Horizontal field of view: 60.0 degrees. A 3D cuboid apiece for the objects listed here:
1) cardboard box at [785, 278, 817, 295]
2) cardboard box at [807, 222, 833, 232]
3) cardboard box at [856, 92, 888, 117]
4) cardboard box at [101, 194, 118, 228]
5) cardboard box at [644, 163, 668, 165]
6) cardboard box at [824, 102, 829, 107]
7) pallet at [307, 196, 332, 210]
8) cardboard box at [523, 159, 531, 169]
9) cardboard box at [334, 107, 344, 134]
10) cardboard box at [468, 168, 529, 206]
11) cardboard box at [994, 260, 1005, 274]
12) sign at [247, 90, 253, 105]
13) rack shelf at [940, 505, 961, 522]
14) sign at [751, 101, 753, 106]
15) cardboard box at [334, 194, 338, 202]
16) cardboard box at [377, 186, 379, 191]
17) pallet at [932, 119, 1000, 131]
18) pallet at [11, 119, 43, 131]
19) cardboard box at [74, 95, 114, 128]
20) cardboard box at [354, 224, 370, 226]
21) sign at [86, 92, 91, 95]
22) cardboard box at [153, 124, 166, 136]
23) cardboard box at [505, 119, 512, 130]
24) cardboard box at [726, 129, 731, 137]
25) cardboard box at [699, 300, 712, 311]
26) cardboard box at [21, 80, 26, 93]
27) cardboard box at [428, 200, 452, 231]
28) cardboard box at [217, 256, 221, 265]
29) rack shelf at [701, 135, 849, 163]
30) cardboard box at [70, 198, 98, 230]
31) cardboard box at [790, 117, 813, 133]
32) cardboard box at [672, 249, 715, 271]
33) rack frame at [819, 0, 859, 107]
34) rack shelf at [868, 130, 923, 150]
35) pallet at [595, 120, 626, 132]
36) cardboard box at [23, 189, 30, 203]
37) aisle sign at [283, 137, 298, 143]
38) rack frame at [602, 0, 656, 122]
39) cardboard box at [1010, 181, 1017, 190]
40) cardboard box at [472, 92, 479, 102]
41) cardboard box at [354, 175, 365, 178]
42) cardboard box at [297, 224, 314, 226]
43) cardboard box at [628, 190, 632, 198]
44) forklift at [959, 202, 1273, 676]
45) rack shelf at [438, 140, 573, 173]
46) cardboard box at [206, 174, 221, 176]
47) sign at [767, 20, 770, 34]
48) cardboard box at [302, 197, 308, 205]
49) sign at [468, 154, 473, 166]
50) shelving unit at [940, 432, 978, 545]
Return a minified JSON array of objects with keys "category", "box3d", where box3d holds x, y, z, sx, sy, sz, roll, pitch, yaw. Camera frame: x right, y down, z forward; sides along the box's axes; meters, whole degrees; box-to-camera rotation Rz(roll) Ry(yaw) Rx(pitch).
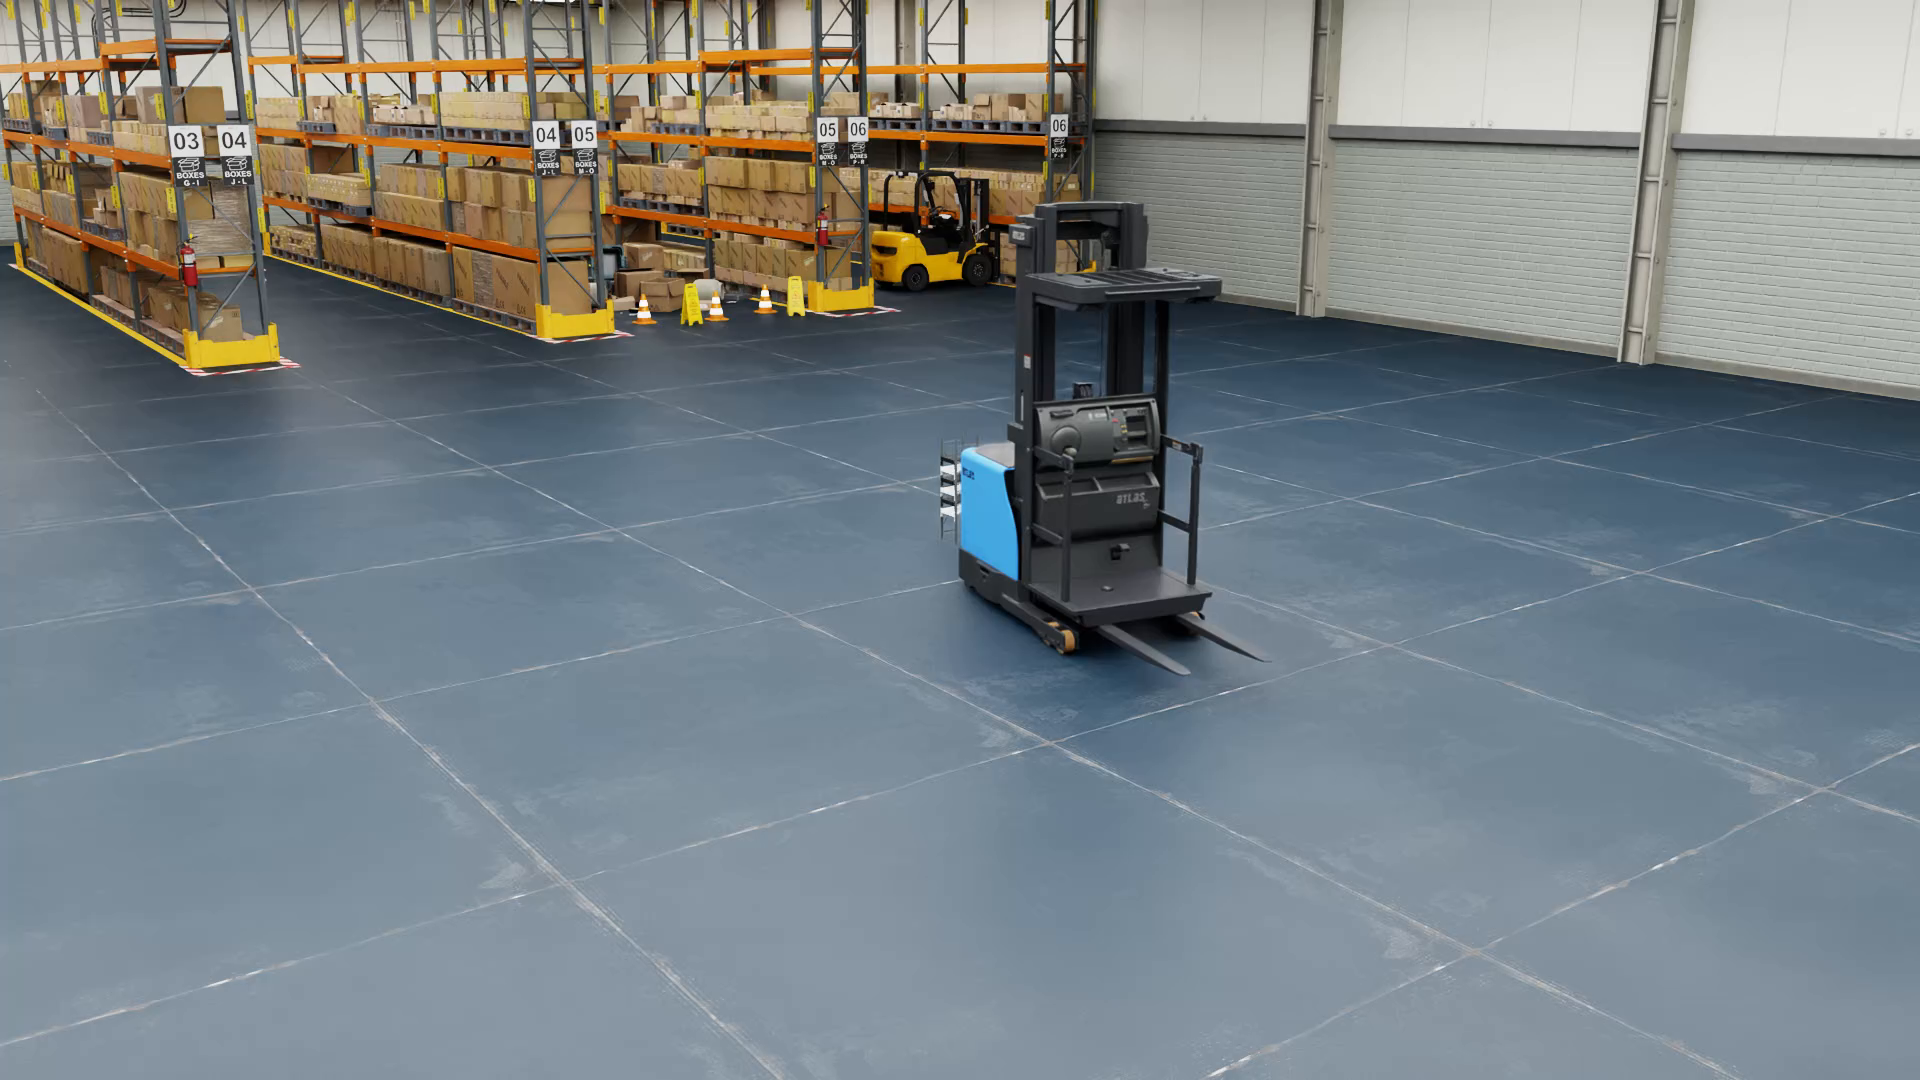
[{"category":"cardboard box","box3d":[-2.704,-4.432,29.001,0.500,0.250,0.500,-11,19,-35]},{"category":"cardboard box","box3d":[-2.390,-5.345,28.400,0.380,0.149,0.250,-10,18,-33]},{"category":"cardboard box","box3d":[-1.860,-9.235,35.281,0.500,0.500,0.500,-10,18,-33]},{"category":"cardboard box","box3d":[-13.459,-5.344,26.928,0.797,0.503,0.637,-9,18,-29]},{"category":"cardboard box","box3d":[-6.208,-7.468,34.133,0.500,0.500,0.500,-12,19,-36]},{"category":"cardboard box","box3d":[-3.129,-9.637,36.888,0.380,0.149,0.250,-10,18,-33]},{"category":"pallet","box3d":[-12.665,-6.914,34.019,1.003,0.211,1.213,-11,19,-35]},{"category":"cardboard box","box3d":[-9.553,-8.571,37.625,0.500,0.500,0.500,-11,19,-35]},{"category":"cardboard box","box3d":[-11.782,-8.128,32.219,0.500,0.500,0.500,-11,19,-35]},{"category":"cardboard box","box3d":[-7.480,-5.757,27.099,0.875,0.550,0.550,-11,19,-35]},{"category":"cardboard box","box3d":[0.913,-5.335,32.298,0.500,0.250,0.500,-11,19,-34]},{"category":"sign","box3d":[-15.788,-9.831,36.974,0.100,0.325,0.005,-11,19,-35]},{"category":"rack shelf","box3d":[-0.005,-0.230,14.020,0.258,0.077,0.200,-11,19,-35]},{"category":"sign","box3d":[-3.914,-8.056,31.167,0.100,0.325,0.005,-11,19,-35]},{"category":"cardboard box","box3d":[-12.057,-6.728,32.657,0.380,0.149,0.250,-10,18,-33]},{"category":"cardboard box","box3d":[-11.236,-6.865,32.595,0.380,0.149,0.250,-11,19,-34]},{"category":"pallet","box3d":[0.187,-8.271,33.100,1.003,0.211,1.213,-11,19,-35]},{"category":"pallet","box3d":[-18.254,-8.285,33.150,1.003,0.211,1.213,-11,19,-35]},{"category":"cardboard box","box3d":[-14.052,-6.971,27.044,0.500,0.500,0.500,-12,19,-36]},{"category":"cardboard box","box3d":[-12.063,-6.319,34.002,0.500,0.250,0.500,-10,18,-32]},{"category":"sign","box3d":[-16.635,-8.378,31.748,0.100,0.325,0.005,-11,19,-35]},{"category":"cardboard box","box3d":[-10.736,-5.574,22.608,0.380,0.149,0.250,-12,19,-37]},{"category":"cardboard box","box3d":[-6.710,-6.333,25.343,0.380,0.149,0.250,-11,19,-34]},{"category":"cardboard box","box3d":[-4.020,-7.395,30.205,0.380,0.149,0.250,-11,19,-34]},{"category":"cardboard box","box3d":[-4.401,-4.011,28.449,0.380,0.149,0.250,-2,15,-6]},{"category":"cardboard box","box3d":[-18.241,-8.973,32.901,0.500,0.250,0.500,-12,19,-36]},{"category":"cardboard box","box3d":[-8.816,-5.602,28.673,0.500,0.500,0.500,-11,19,-35]},{"category":"cardboard box","box3d":[-10.119,-3.915,23.173,0.380,0.149,0.250,-11,19,-35]},{"category":"rack shelf","box3d":[-3.173,-6.947,29.456,1.077,0.370,4.000,-11,19,-35]},{"category":"cardboard box","box3d":[-15.207,-5.705,29.049,0.500,0.500,0.500,-10,18,-33]},{"category":"cardboard box","box3d":[-2.516,-7.005,28.027,0.500,0.250,0.500,-11,19,-35]},{"category":"cardboard box","box3d":[-5.084,-5.474,32.575,0.950,0.372,0.625,-10,18,-31]},{"category":"rack frame","box3d":[-2.688,-10.793,36.464,1.000,3.000,0.127,-11,19,-35]},{"category":"rack shelf","box3d":[-1.512,-8.572,35.394,1.077,0.370,4.000,-11,19,-35]},{"category":"pallet","box3d":[-7.122,-8.613,34.539,1.213,0.211,1.003,-10,18,-32]},{"category":"cardboard box","box3d":[-18.442,-6.897,33.312,0.500,0.250,0.500,-11,19,-36]},{"category":"aisle sign","box3d":[-15.149,-9.363,37.677,0.394,0.787,0.004,-11,19,-35]},{"category":"rack frame","box3d":[-6.700,-10.022,33.646,1.000,3.000,0.127,-11,19,-35]},{"category":"cardboard box","box3d":[1.172,-6.752,31.647,0.380,0.149,0.250,-11,19,-35]},{"category":"cardboard box","box3d":[-7.459,-6.990,26.231,0.380,0.149,0.250,-11,19,-35]},{"category":"cardboard box","box3d":[-11.998,-7.284,33.559,0.380,0.149,0.250,-12,19,-36]},{"category":"cardboard box","box3d":[-14.833,-7.087,37.766,0.380,0.149,0.250,-11,19,-34]},{"category":"cardboard box","box3d":[-6.521,-7.046,33.817,0.380,0.149,0.250,-12,20,-38]},{"category":"forklift","box3d":[1.053,-0.770,11.338,1.130,2.935,3.031,-7,17,-23]},{"category":"rack shelf","box3d":[-7.117,-6.157,26.570,1.077,0.370,4.000,-11,19,-35]},{"category":"cardboard box","box3d":[-10.998,-5.036,24.146,0.500,0.500,0.500,-11,19,-35]},{"category":"sign","box3d":[-4.594,-12.261,39.760,0.100,0.325,0.005,-11,19,-35]},{"category":"cardboard box","box3d":[-13.594,-7.134,34.935,0.380,0.149,0.250,-11,19,-36]},{"category":"sign","box3d":[-11.857,-9.207,40.245,0.100,0.325,0.005,-11,19,-35]},{"category":"shelving unit","box3d":[-0.005,-0.436,13.964,0.258,0.900,0.210,-11,19,-35]}]
